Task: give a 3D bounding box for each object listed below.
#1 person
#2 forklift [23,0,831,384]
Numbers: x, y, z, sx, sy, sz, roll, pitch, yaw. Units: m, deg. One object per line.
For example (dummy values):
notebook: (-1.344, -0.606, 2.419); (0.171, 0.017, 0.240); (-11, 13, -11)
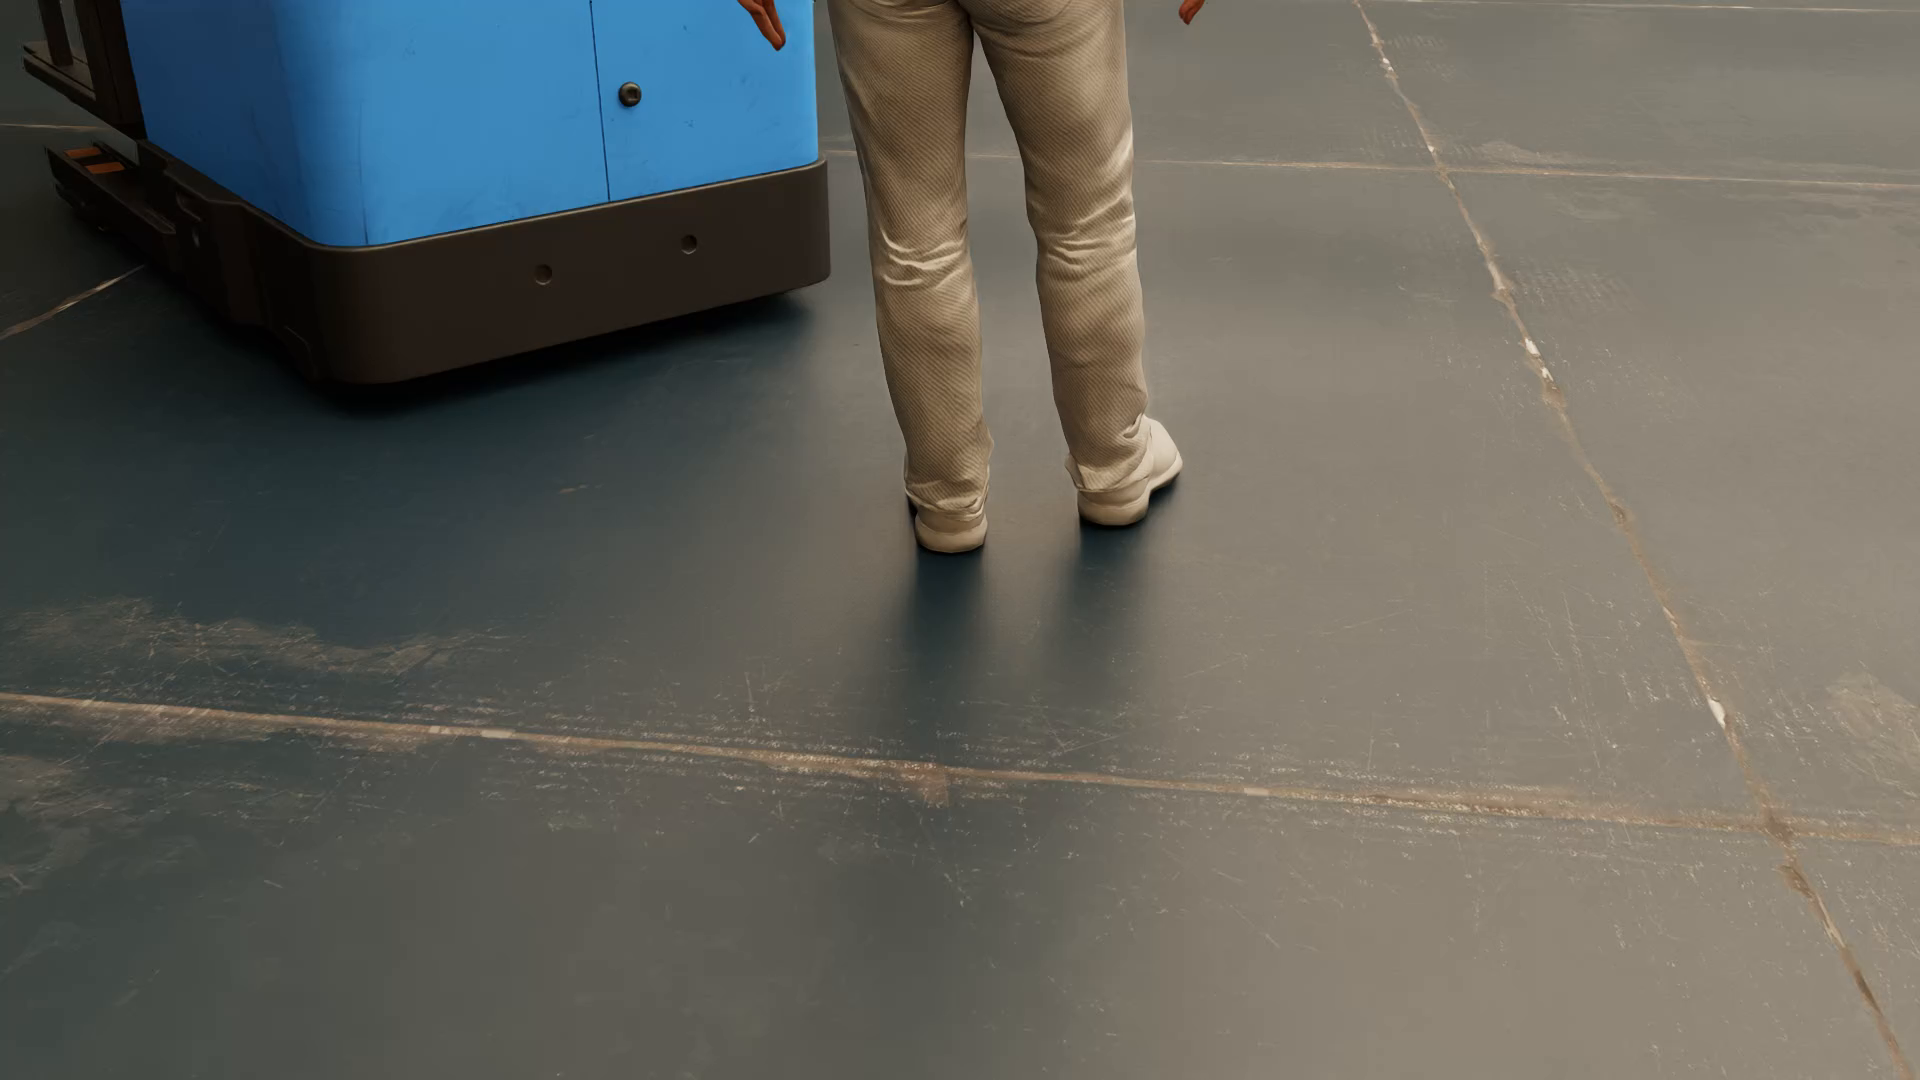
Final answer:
person: (0.015, -0.825, 2.165); (0.664, 1.762, 0.575); (3, 27, 7)
forklift: (-1.585, -2.169, 3.564); (1.130, 2.935, 3.031); (-20, 33, -34)
